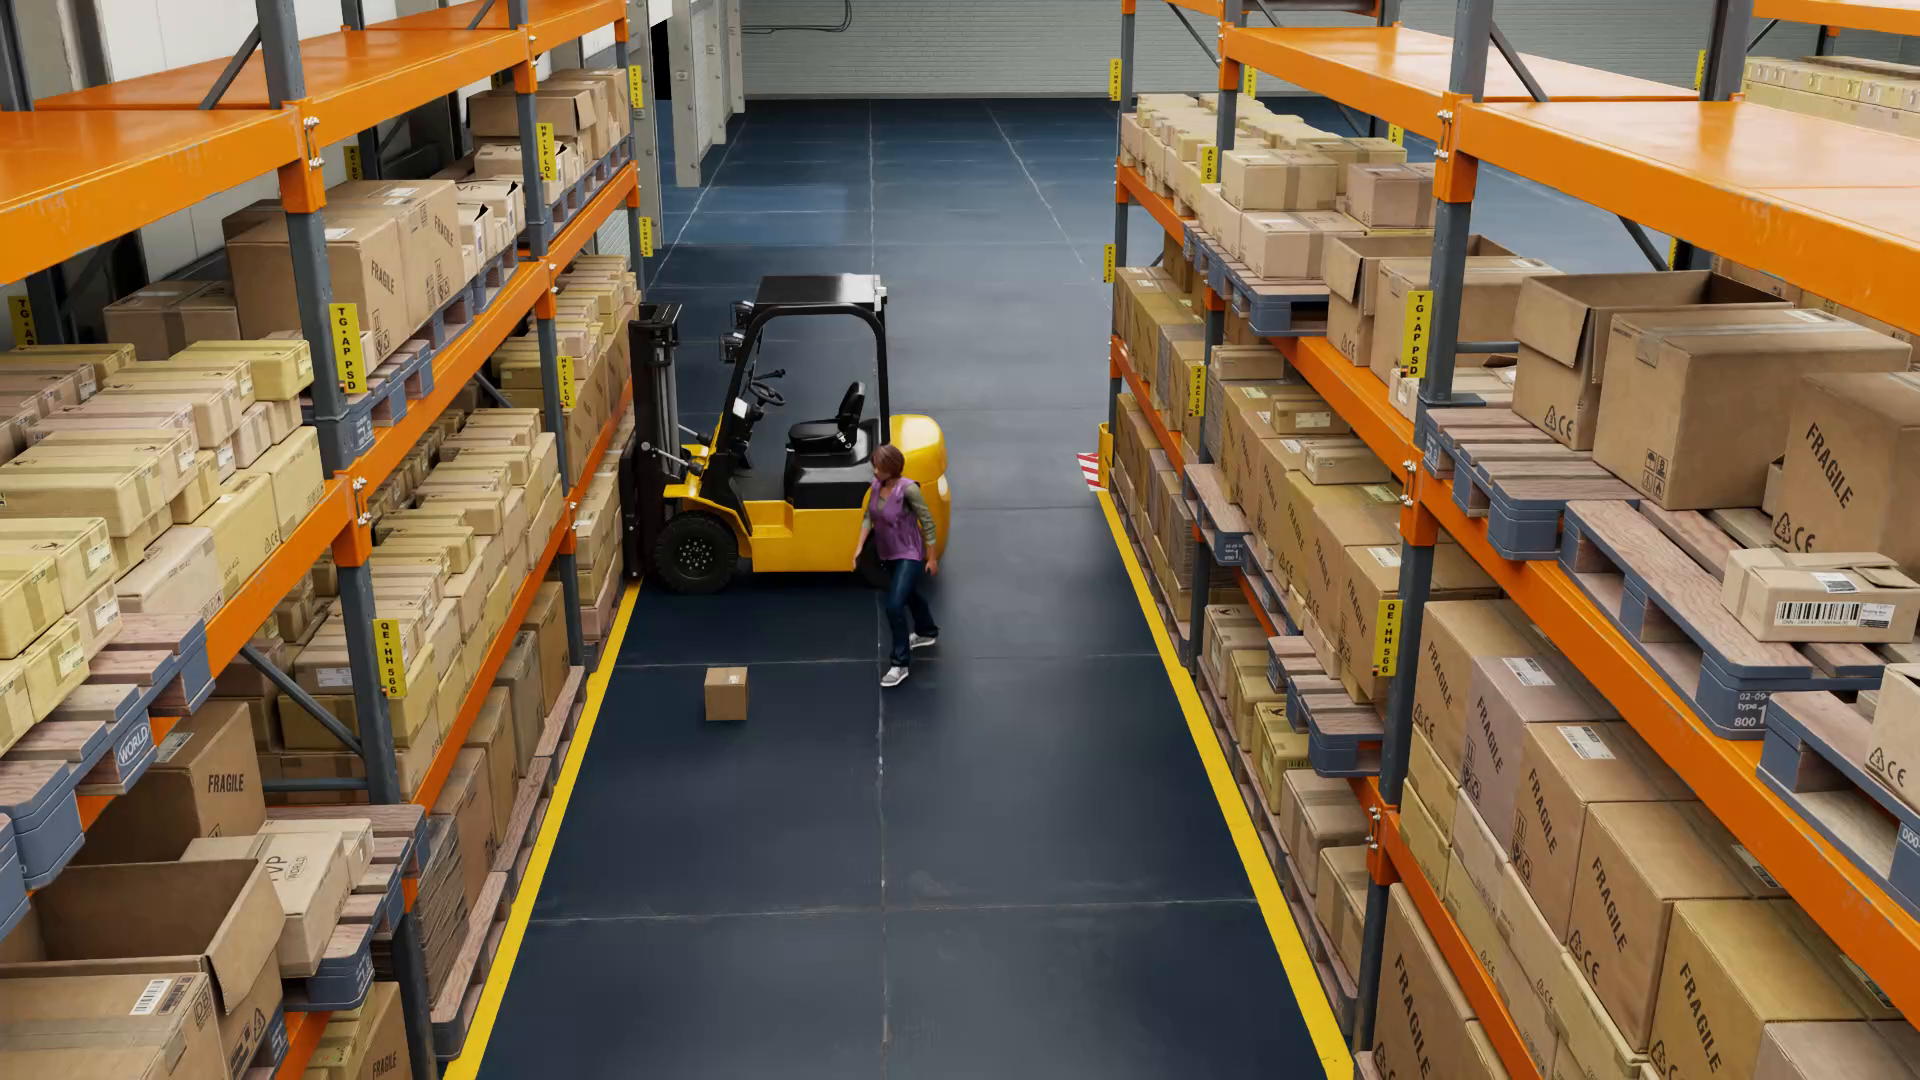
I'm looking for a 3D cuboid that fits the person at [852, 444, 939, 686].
[{"bbox_3d":[-0.371,0.102,10.853,0.731,1.540,0.529,-16,26,-36],"label":"person"}]
